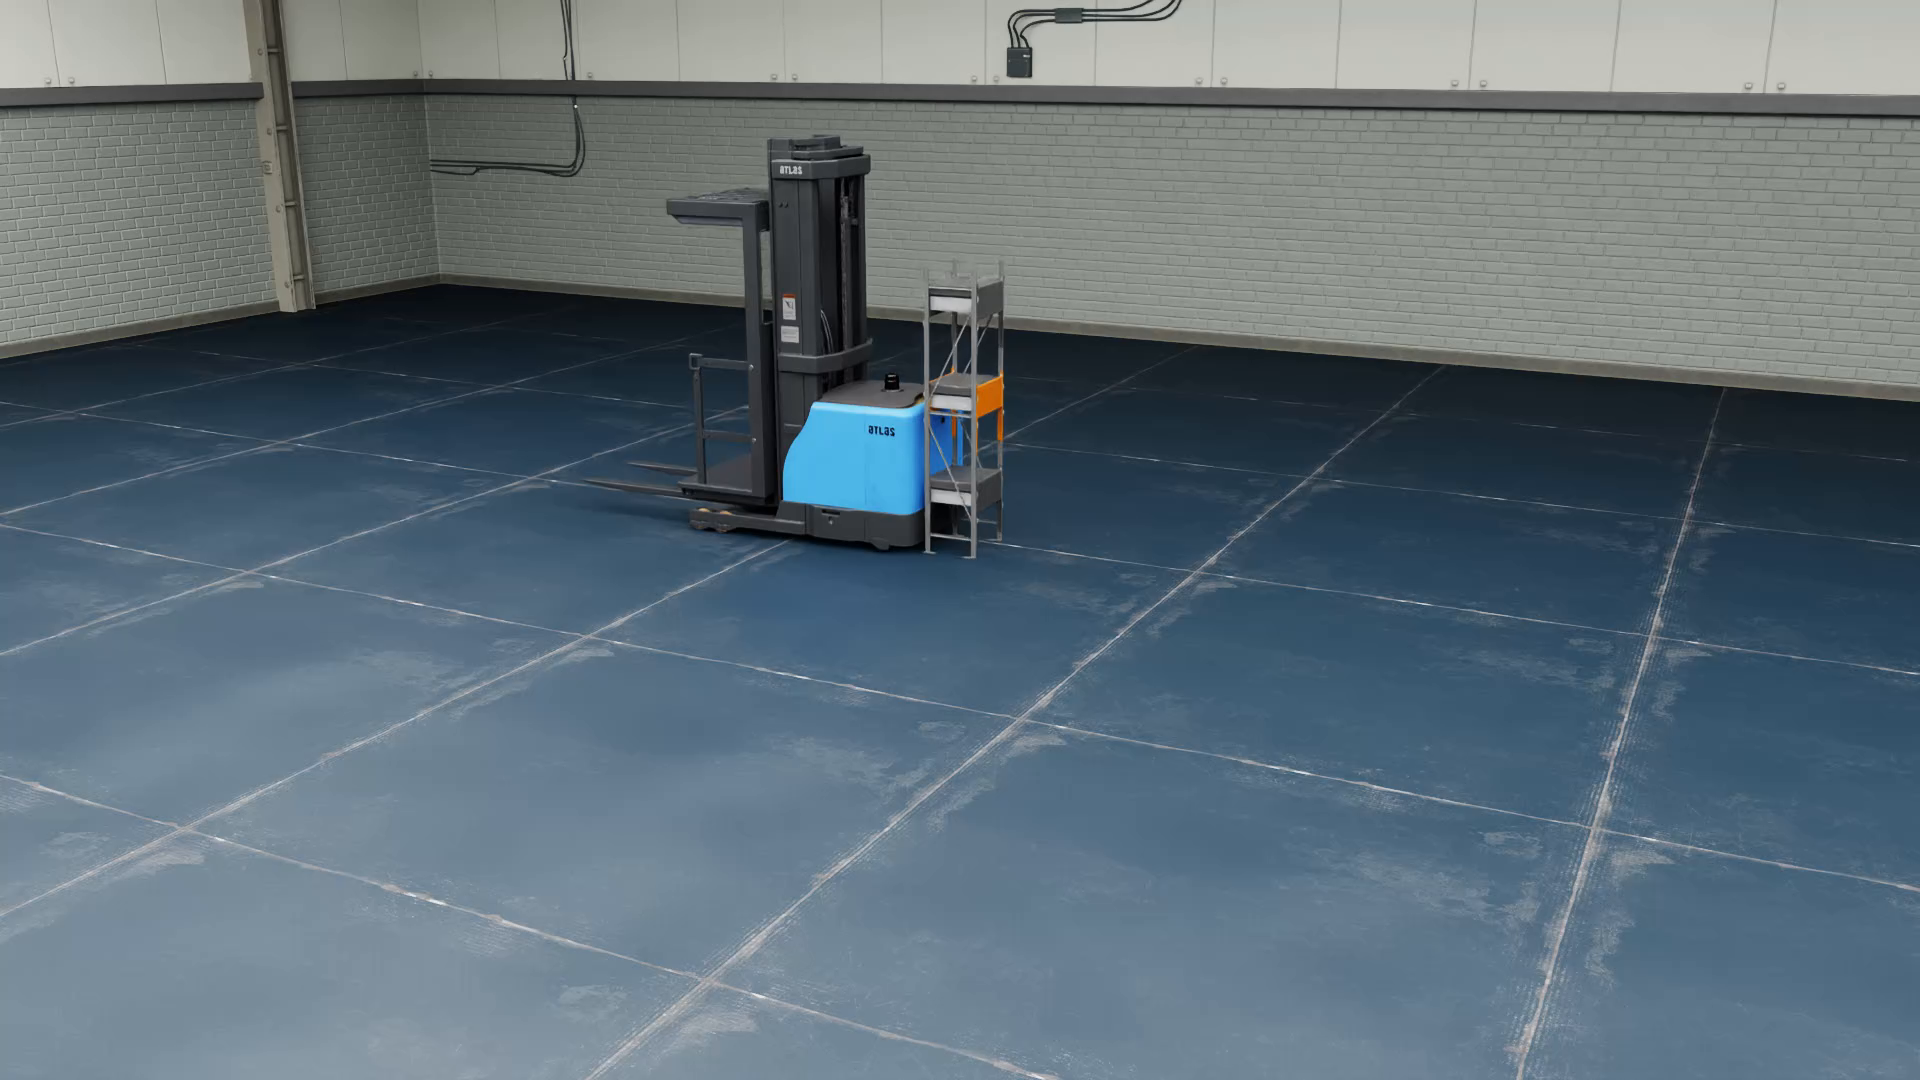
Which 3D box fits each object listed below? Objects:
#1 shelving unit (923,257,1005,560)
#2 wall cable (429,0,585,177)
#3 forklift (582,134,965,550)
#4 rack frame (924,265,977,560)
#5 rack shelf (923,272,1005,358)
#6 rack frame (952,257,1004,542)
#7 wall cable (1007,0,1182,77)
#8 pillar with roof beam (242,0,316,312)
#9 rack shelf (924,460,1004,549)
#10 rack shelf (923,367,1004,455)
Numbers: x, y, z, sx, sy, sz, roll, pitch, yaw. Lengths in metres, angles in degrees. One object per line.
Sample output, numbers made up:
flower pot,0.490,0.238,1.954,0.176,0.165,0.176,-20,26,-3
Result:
shelving unit,0.031,-0.952,12.043,0.431,2.100,0.503,7,18,23
wall cable,-6.853,-6.659,24.593,3.097,2.526,0.112,8,18,25
forklift,-1.526,-1.588,12.723,3.031,2.935,1.130,7,18,23
rack frame,-0.068,-0.889,11.829,0.400,2.100,0.015,7,18,23
rack shelf,0.031,-1.610,11.848,0.431,0.518,0.480,7,18,23
rack frame,0.130,-1.016,12.257,0.400,2.100,0.015,7,18,23
wall cable,1.633,-8.566,19.586,2.305,6.003,0.169,8,18,25
pillar with roof beam,-5.501,-7.018,20.347,9.100,9.000,0.400,8,18,25
rack shelf,0.031,-0.268,12.246,0.431,0.518,0.480,7,18,23
rack shelf,0.031,-0.939,12.047,0.431,0.518,0.480,7,18,23
